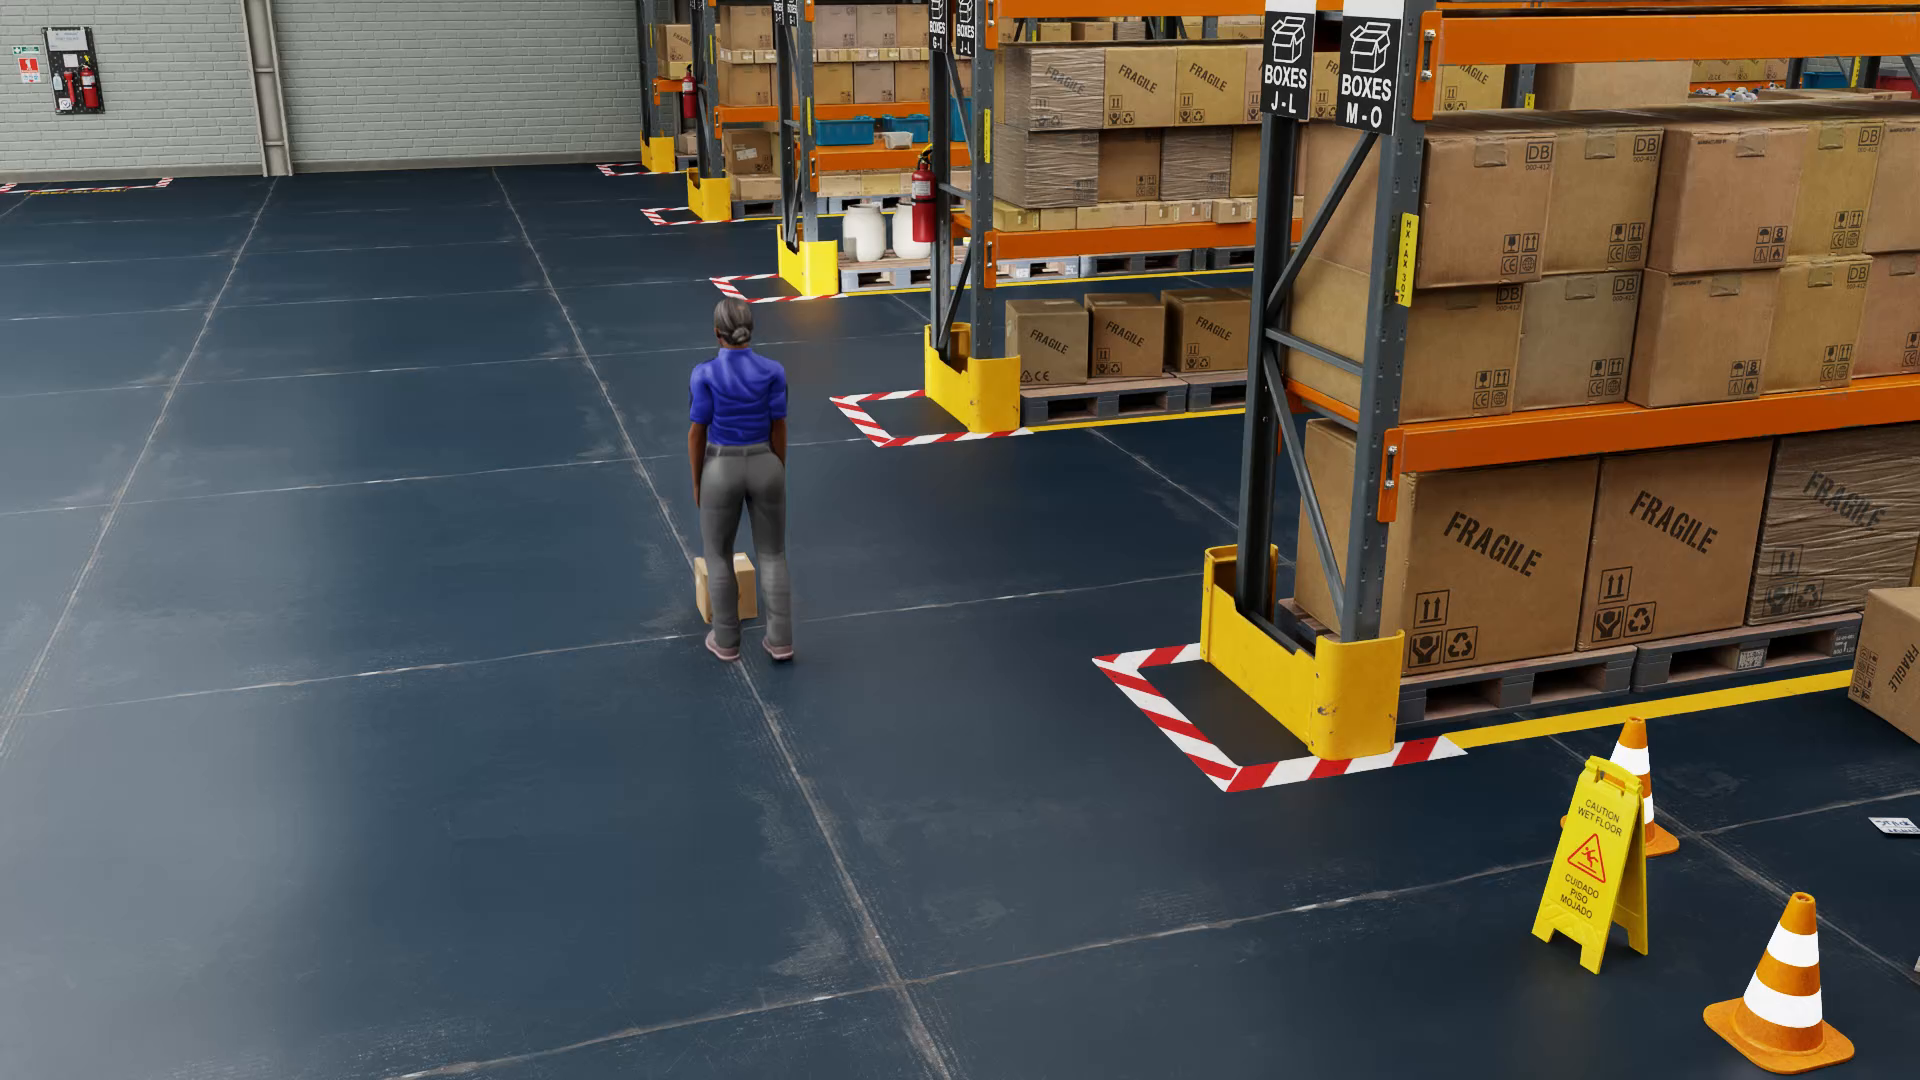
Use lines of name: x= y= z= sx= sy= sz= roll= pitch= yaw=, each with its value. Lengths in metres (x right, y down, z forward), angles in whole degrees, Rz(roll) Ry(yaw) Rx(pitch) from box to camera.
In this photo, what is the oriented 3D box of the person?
person: x=-0.974 y=-0.261 z=7.342 sx=0.439 sy=1.657 sz=0.349 roll=-6 pitch=20 yaw=-16
